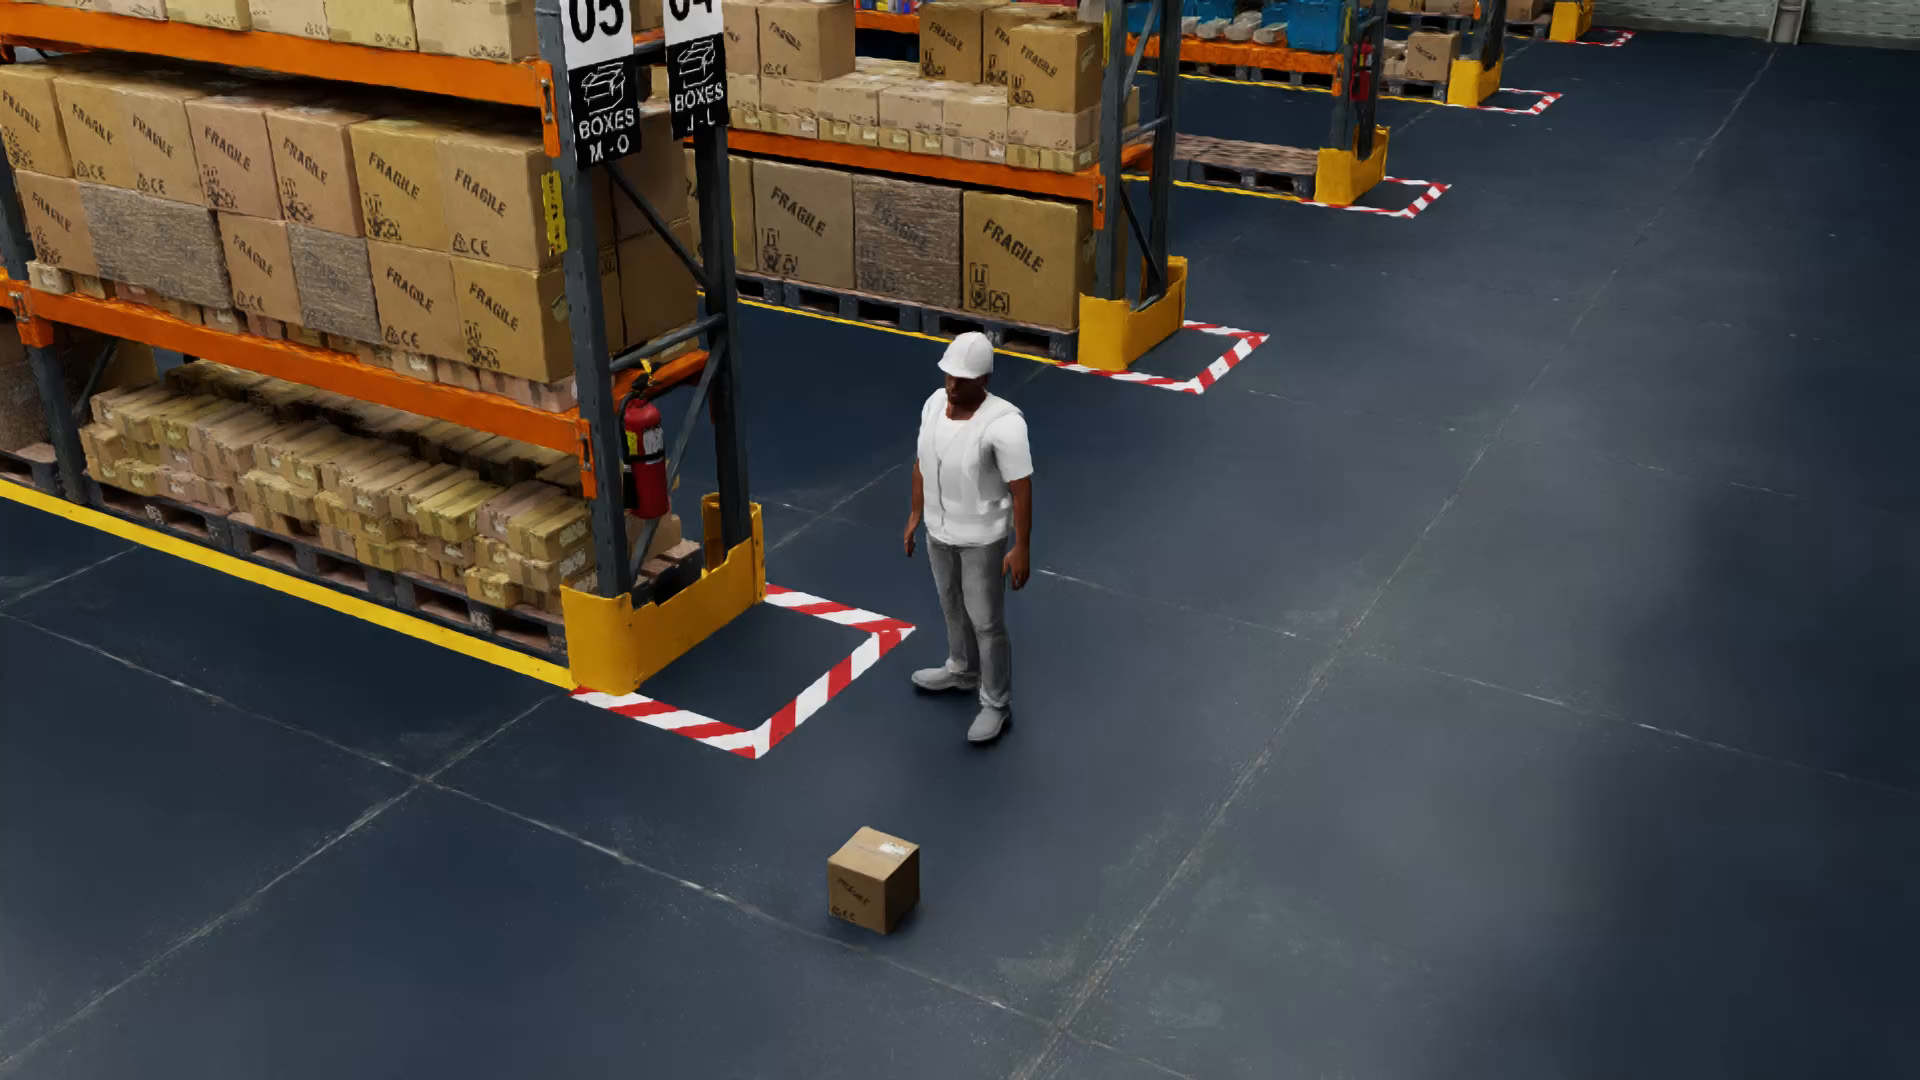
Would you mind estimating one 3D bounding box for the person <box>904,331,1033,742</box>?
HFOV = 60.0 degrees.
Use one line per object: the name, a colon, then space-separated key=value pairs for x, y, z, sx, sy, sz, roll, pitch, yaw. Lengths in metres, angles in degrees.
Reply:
person: x=0.029 y=-0.031 z=7.098 sx=0.383 sy=1.764 sz=0.683 roll=-22 pitch=34 yaw=-37
